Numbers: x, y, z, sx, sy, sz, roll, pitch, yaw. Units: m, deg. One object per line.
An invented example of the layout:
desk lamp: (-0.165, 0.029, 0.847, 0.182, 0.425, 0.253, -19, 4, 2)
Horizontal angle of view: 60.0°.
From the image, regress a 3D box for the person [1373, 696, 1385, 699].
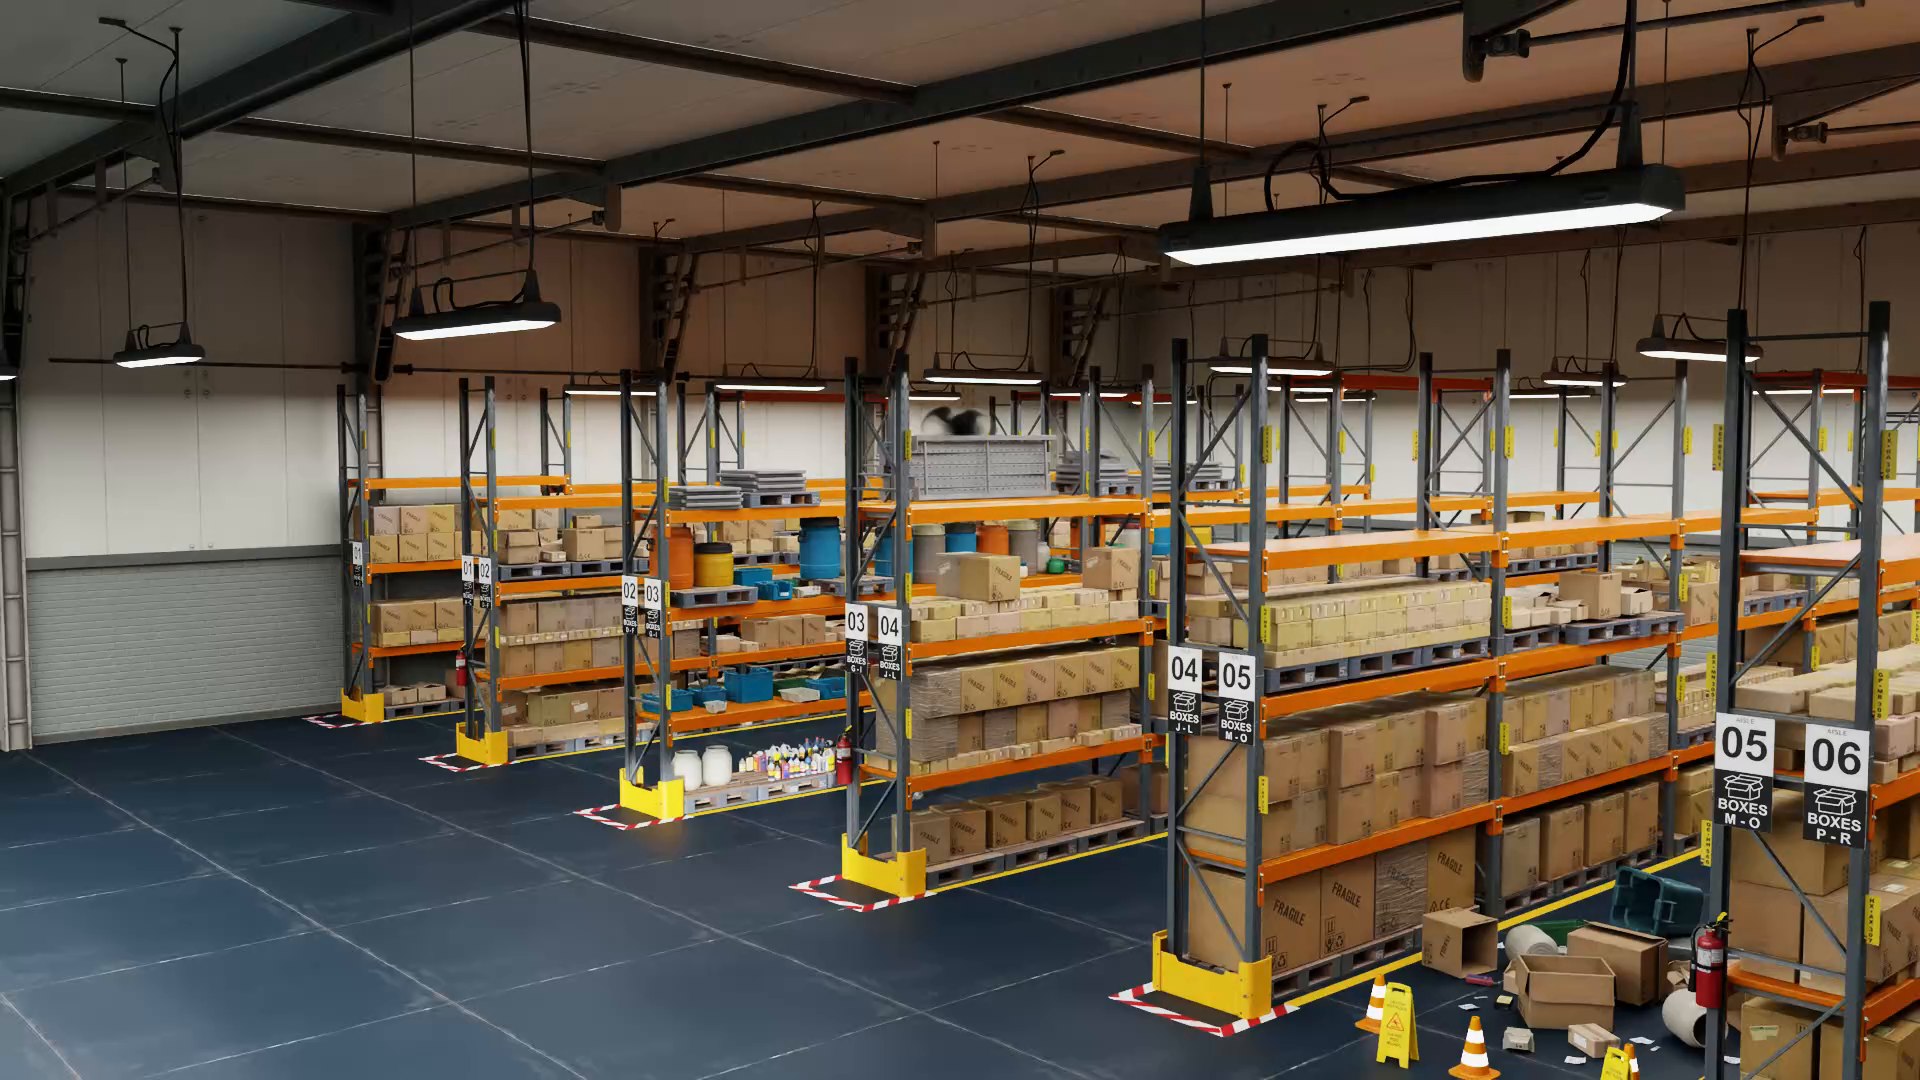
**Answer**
person: (5.781, 2.821, 22.560, 0.992, 1.757, 0.680, -3, 5, -41)

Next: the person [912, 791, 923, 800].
person: (-0.678, 2.891, 23.137, 0.525, 1.526, 0.676, 2, 4, 27)
